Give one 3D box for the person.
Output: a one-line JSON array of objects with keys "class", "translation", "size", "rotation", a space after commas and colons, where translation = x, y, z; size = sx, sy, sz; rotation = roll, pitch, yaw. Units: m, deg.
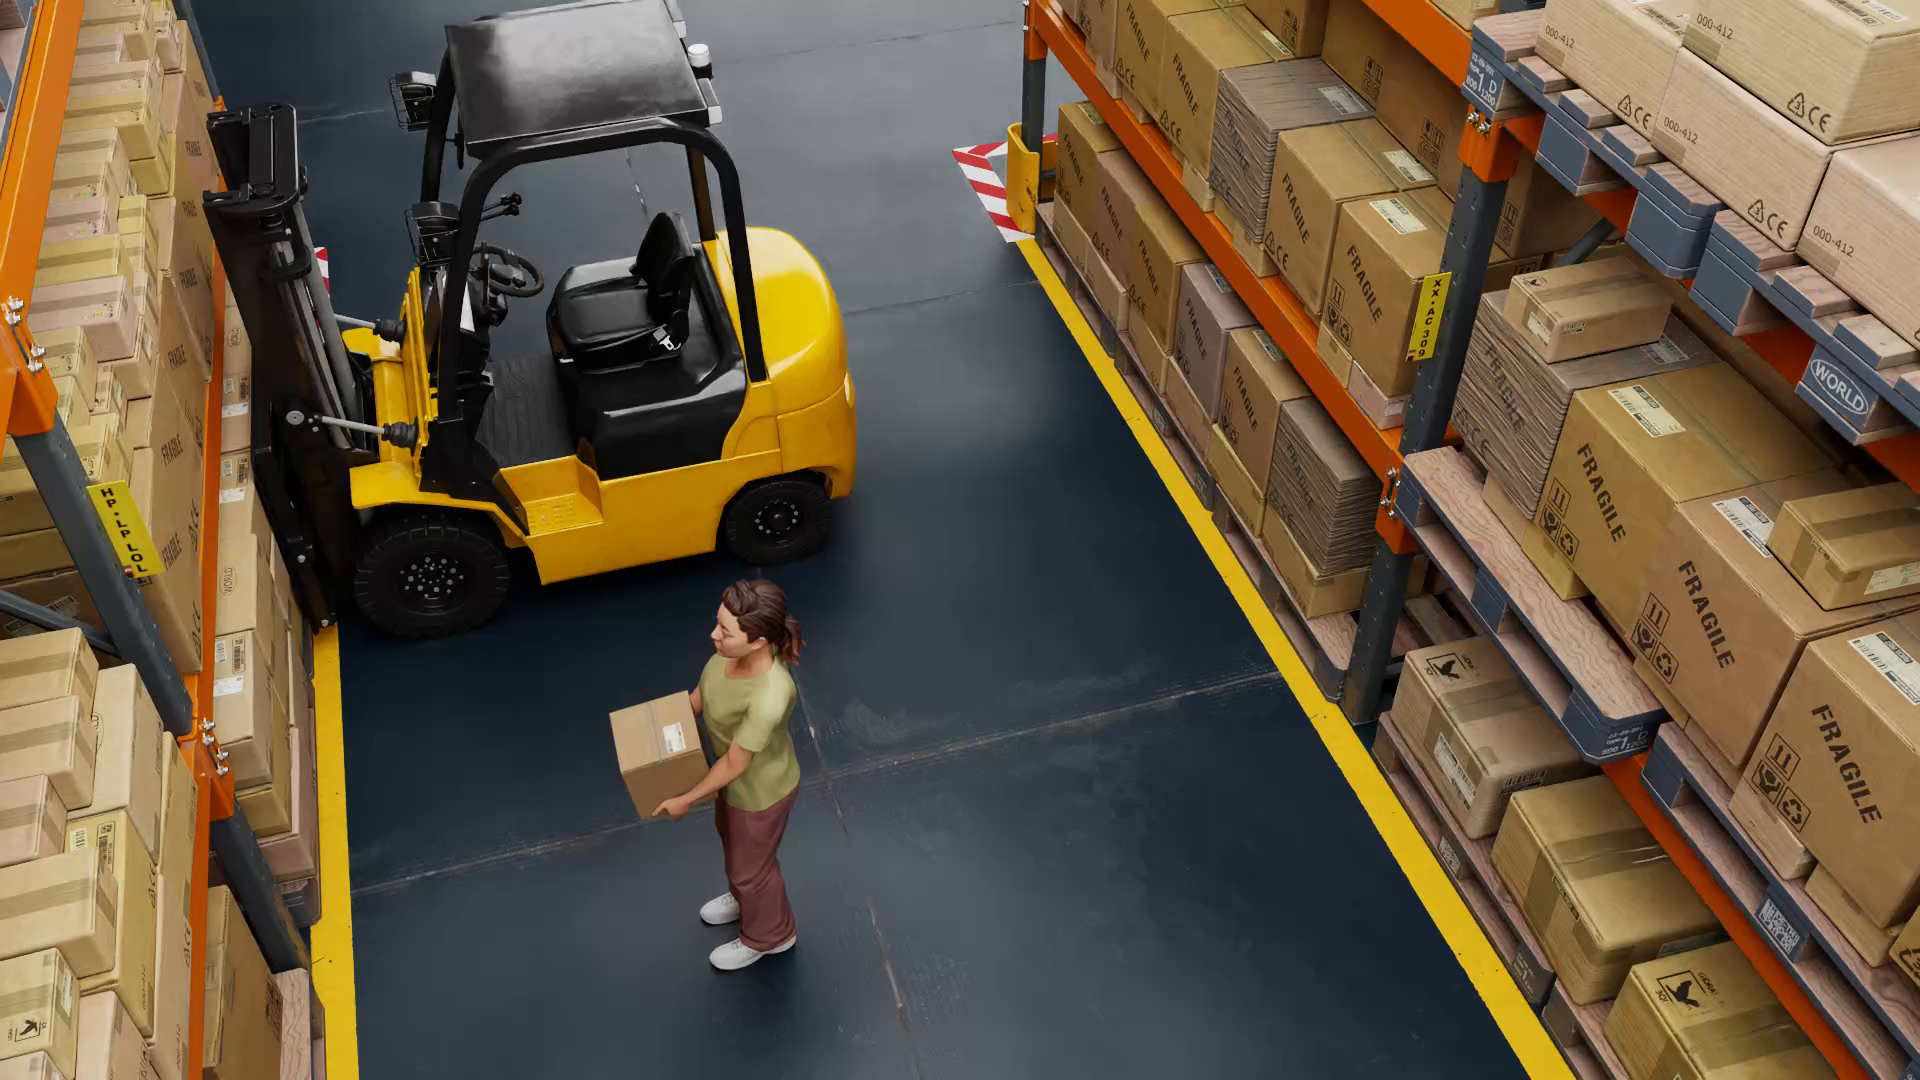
[{"class": "person", "translation": [-0.725, 0.769, 5.328], "size": [0.547, 1.666, 0.426], "rotation": [-11, 44, -12]}]
